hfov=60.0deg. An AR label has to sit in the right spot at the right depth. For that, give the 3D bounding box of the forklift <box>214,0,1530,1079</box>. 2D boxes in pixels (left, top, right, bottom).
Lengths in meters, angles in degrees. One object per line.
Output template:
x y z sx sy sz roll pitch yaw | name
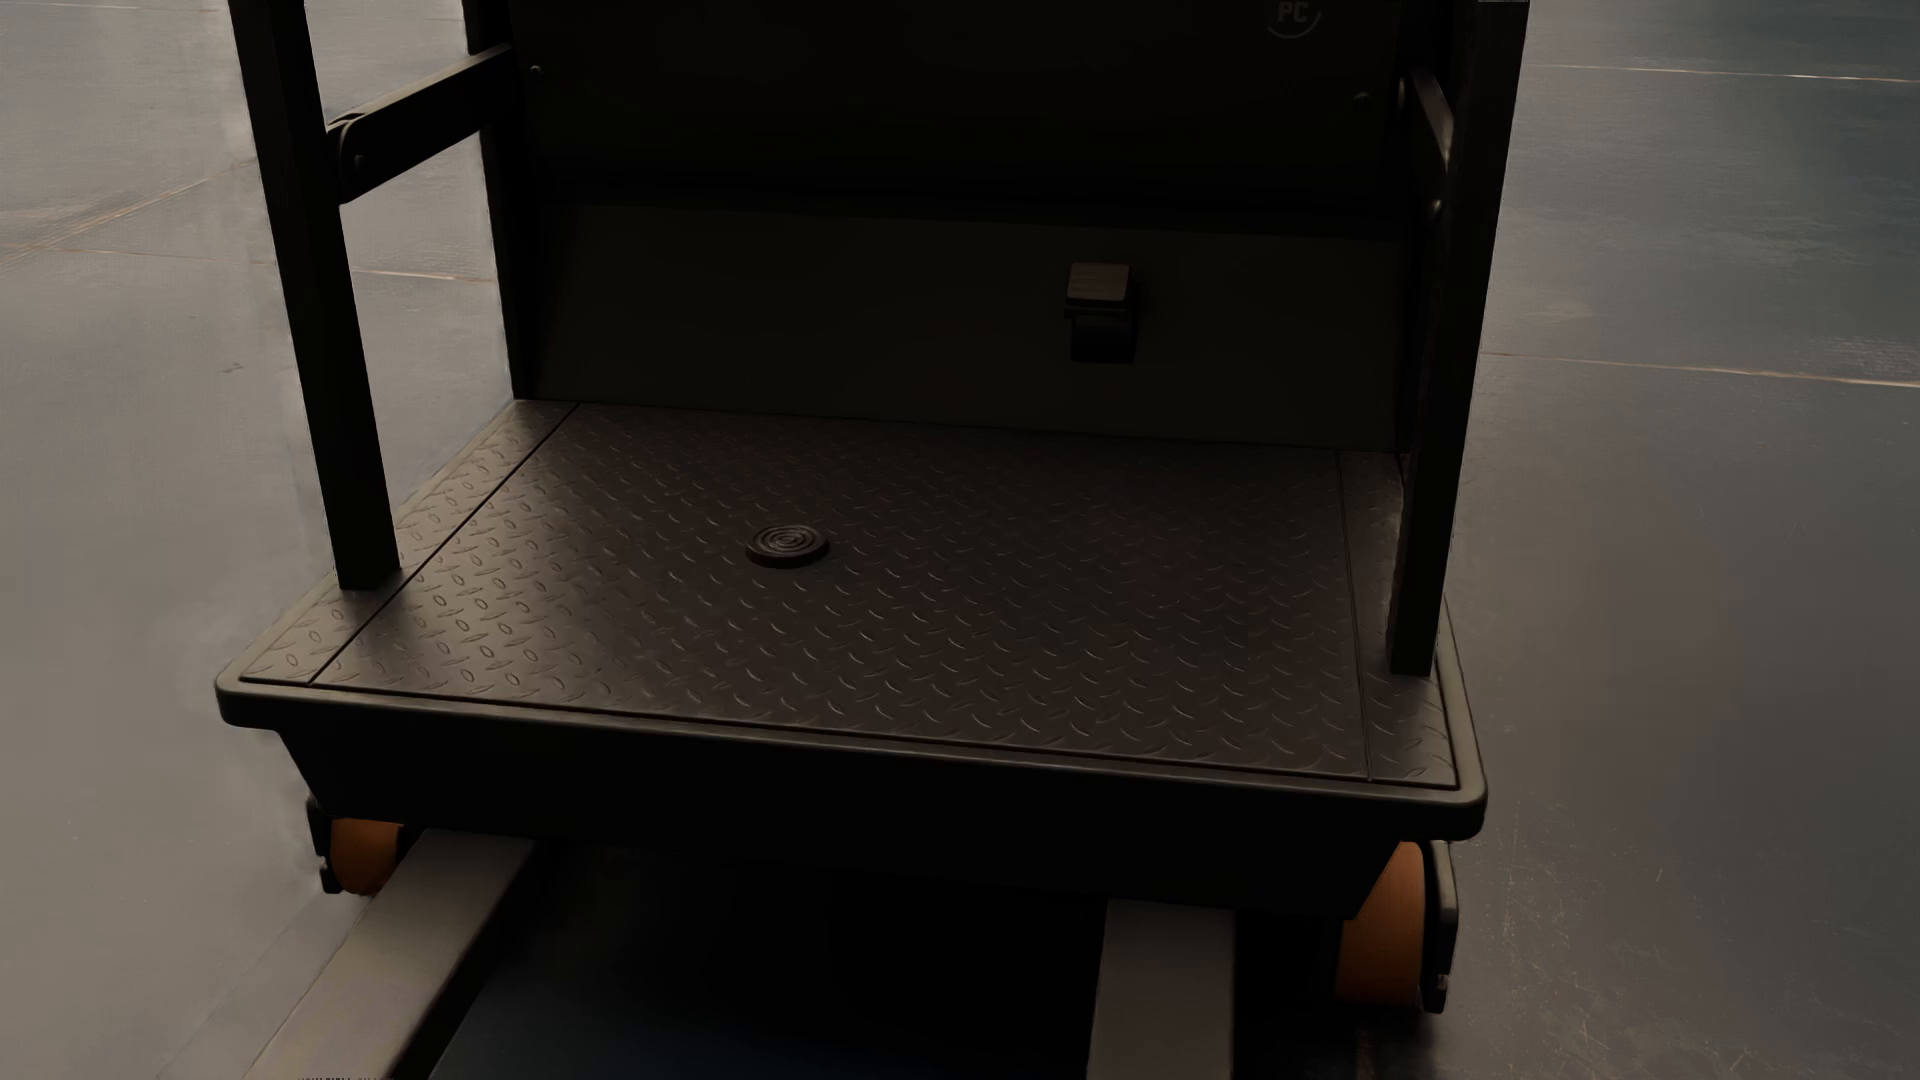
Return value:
-0.048 -1.032 1.292 1.130 2.935 3.031 4 27 8 | forklift
